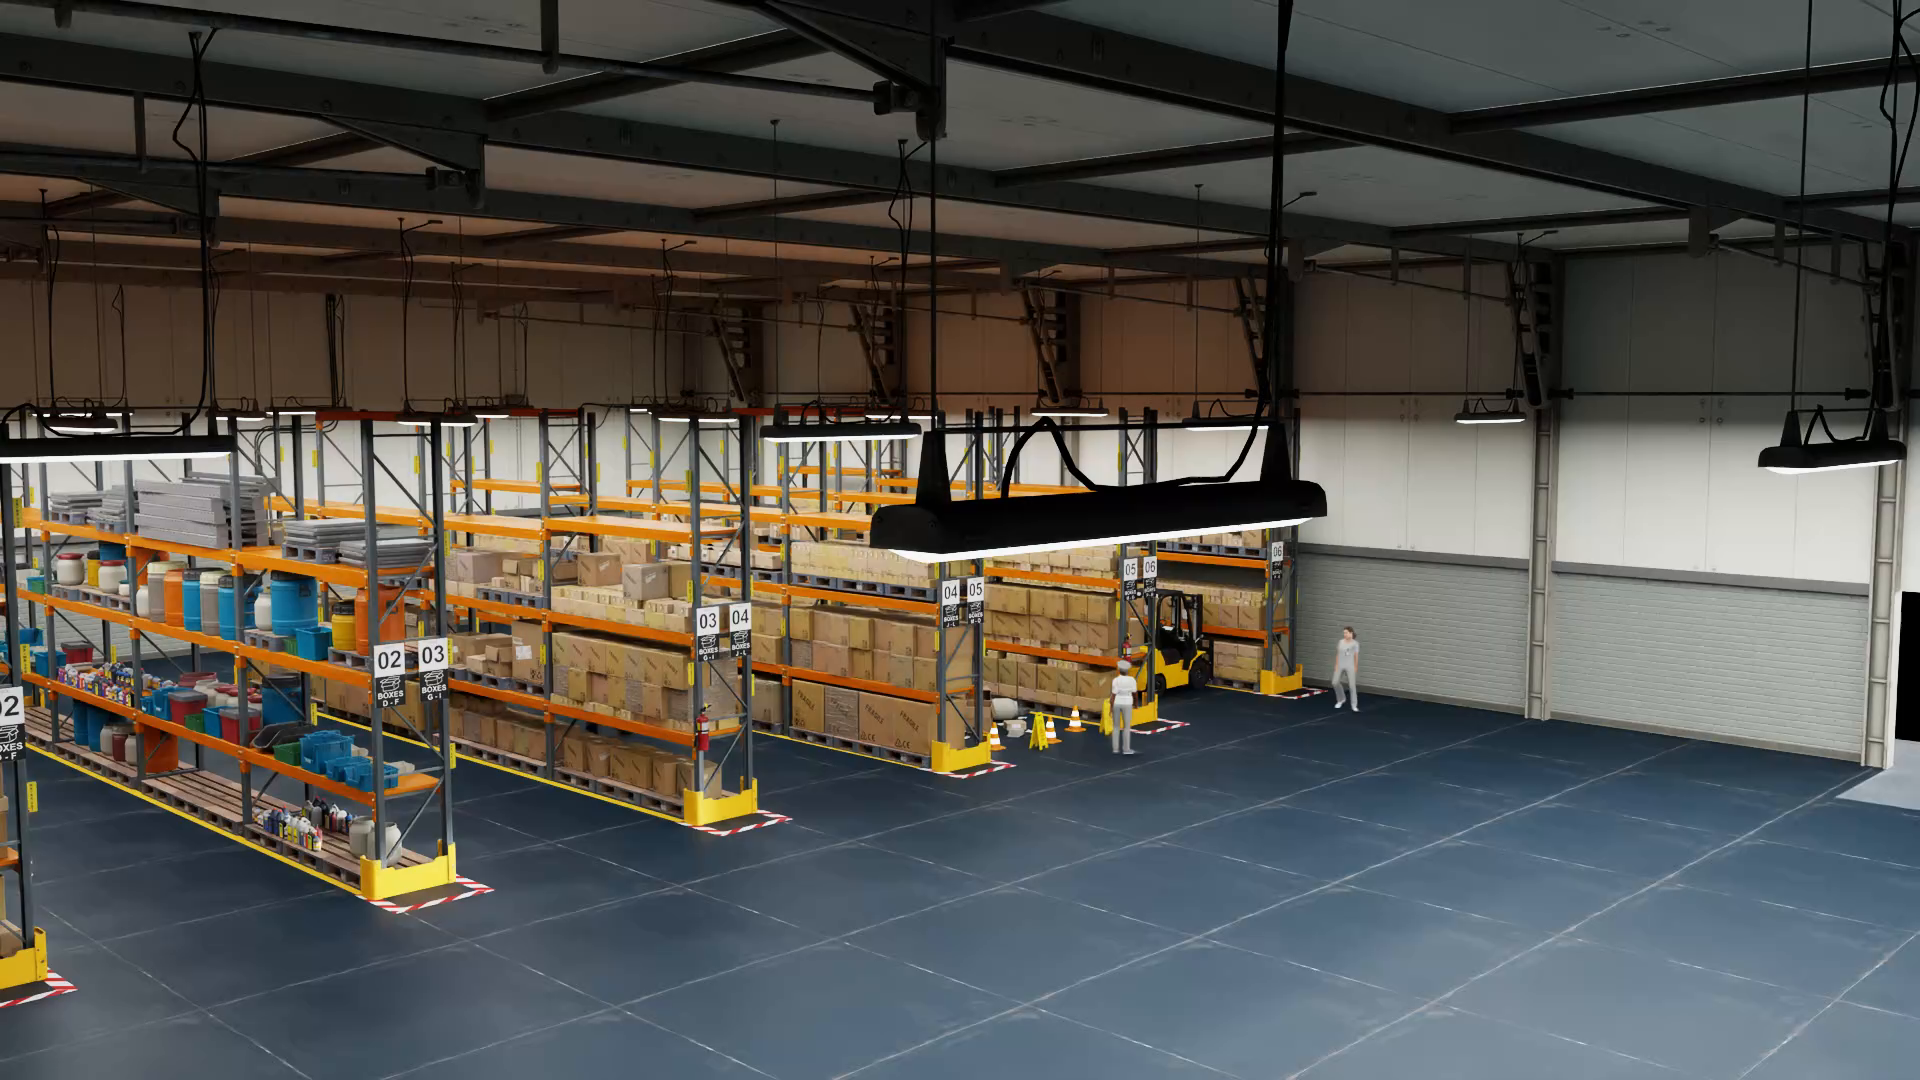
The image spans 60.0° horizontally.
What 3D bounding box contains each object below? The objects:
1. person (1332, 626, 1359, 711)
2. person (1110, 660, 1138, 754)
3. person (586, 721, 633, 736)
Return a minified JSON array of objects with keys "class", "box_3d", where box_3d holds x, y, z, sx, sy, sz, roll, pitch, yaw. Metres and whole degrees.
[{"class":"person","box_3d":[7.742,2.550,33.143,0.546,1.687,0.396,4,7,40]},{"class":"person","box_3d":[2.864,2.921,29.080,0.478,1.686,0.617,2,5,19]},{"class":"person","box_3d":[-6.503,2.774,30.728,1.018,1.675,0.474,4,6,36]}]
